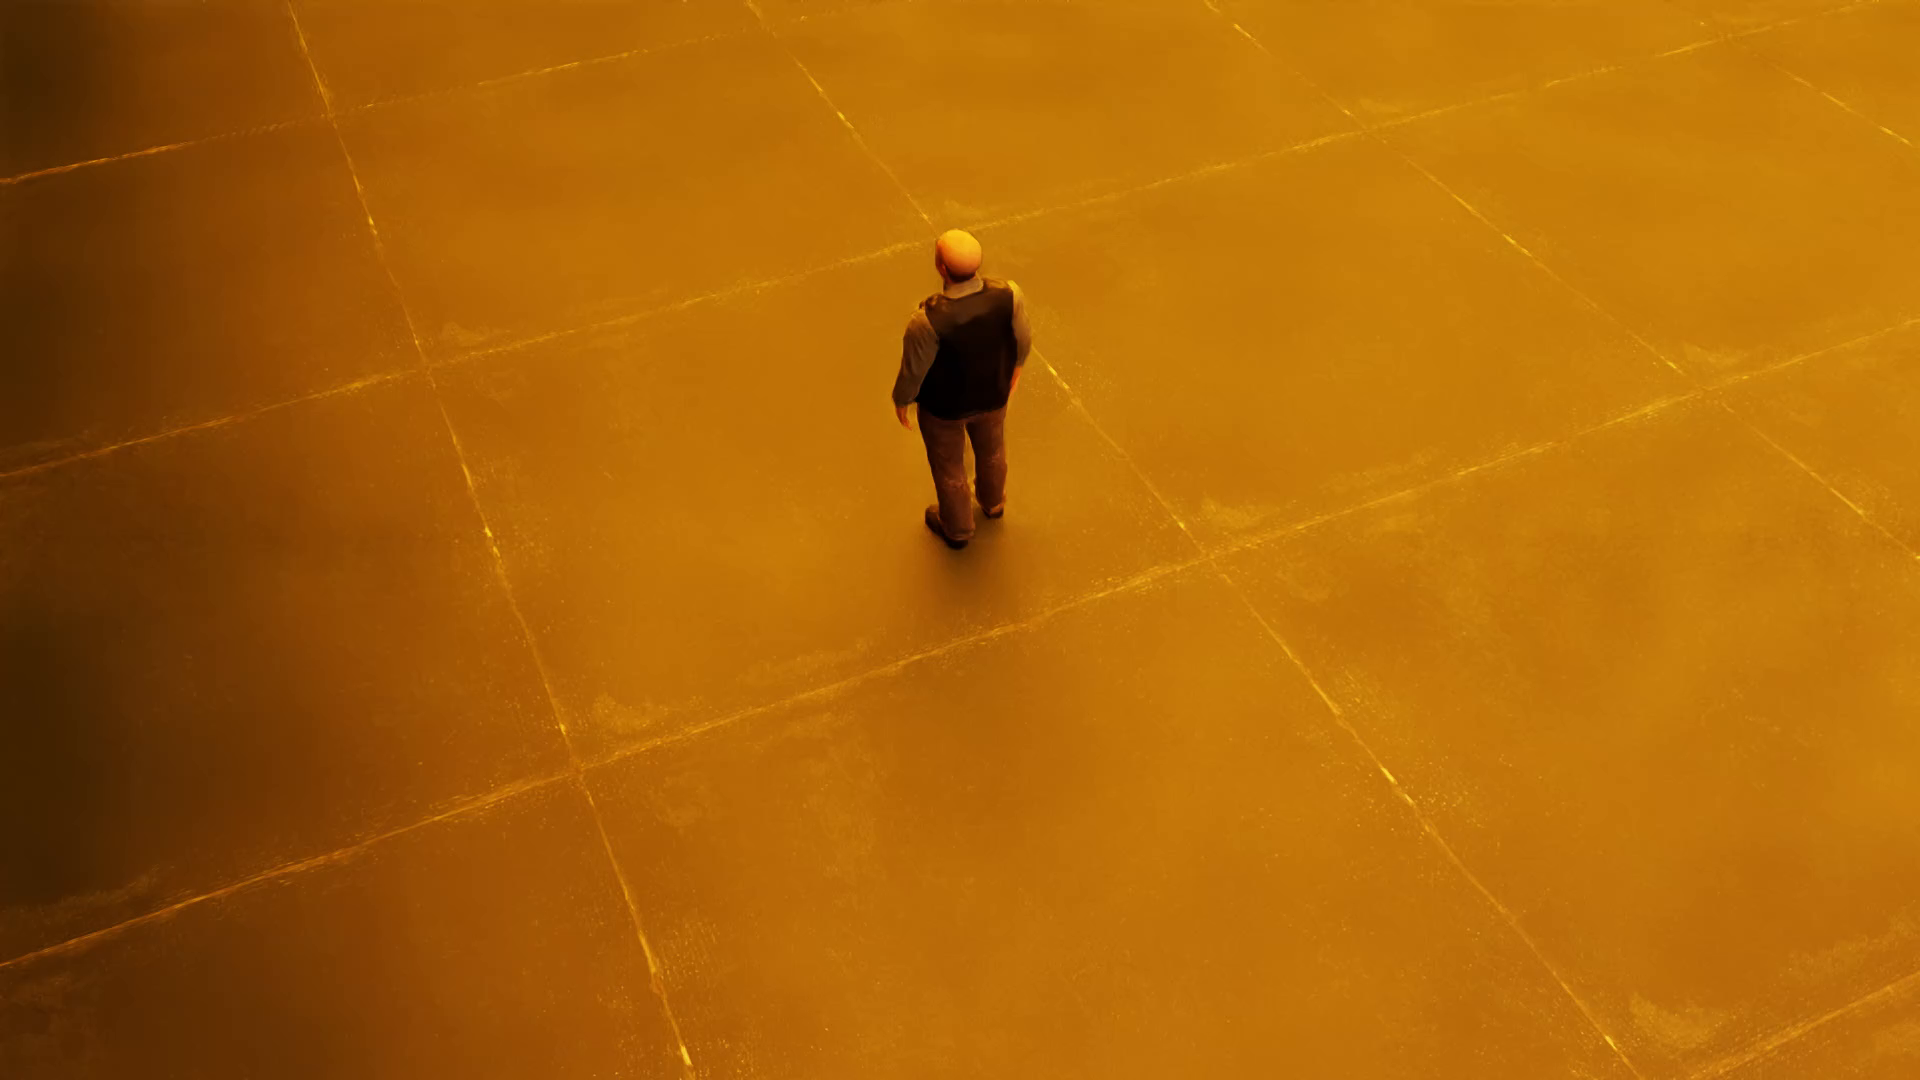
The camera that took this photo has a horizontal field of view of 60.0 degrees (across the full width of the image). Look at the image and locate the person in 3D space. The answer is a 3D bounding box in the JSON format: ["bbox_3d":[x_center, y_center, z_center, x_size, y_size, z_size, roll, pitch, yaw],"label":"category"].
[{"bbox_3d":[-0.019,-0.675,7.280,0.632,1.720,0.567,-18,46,-18],"label":"person"}]
